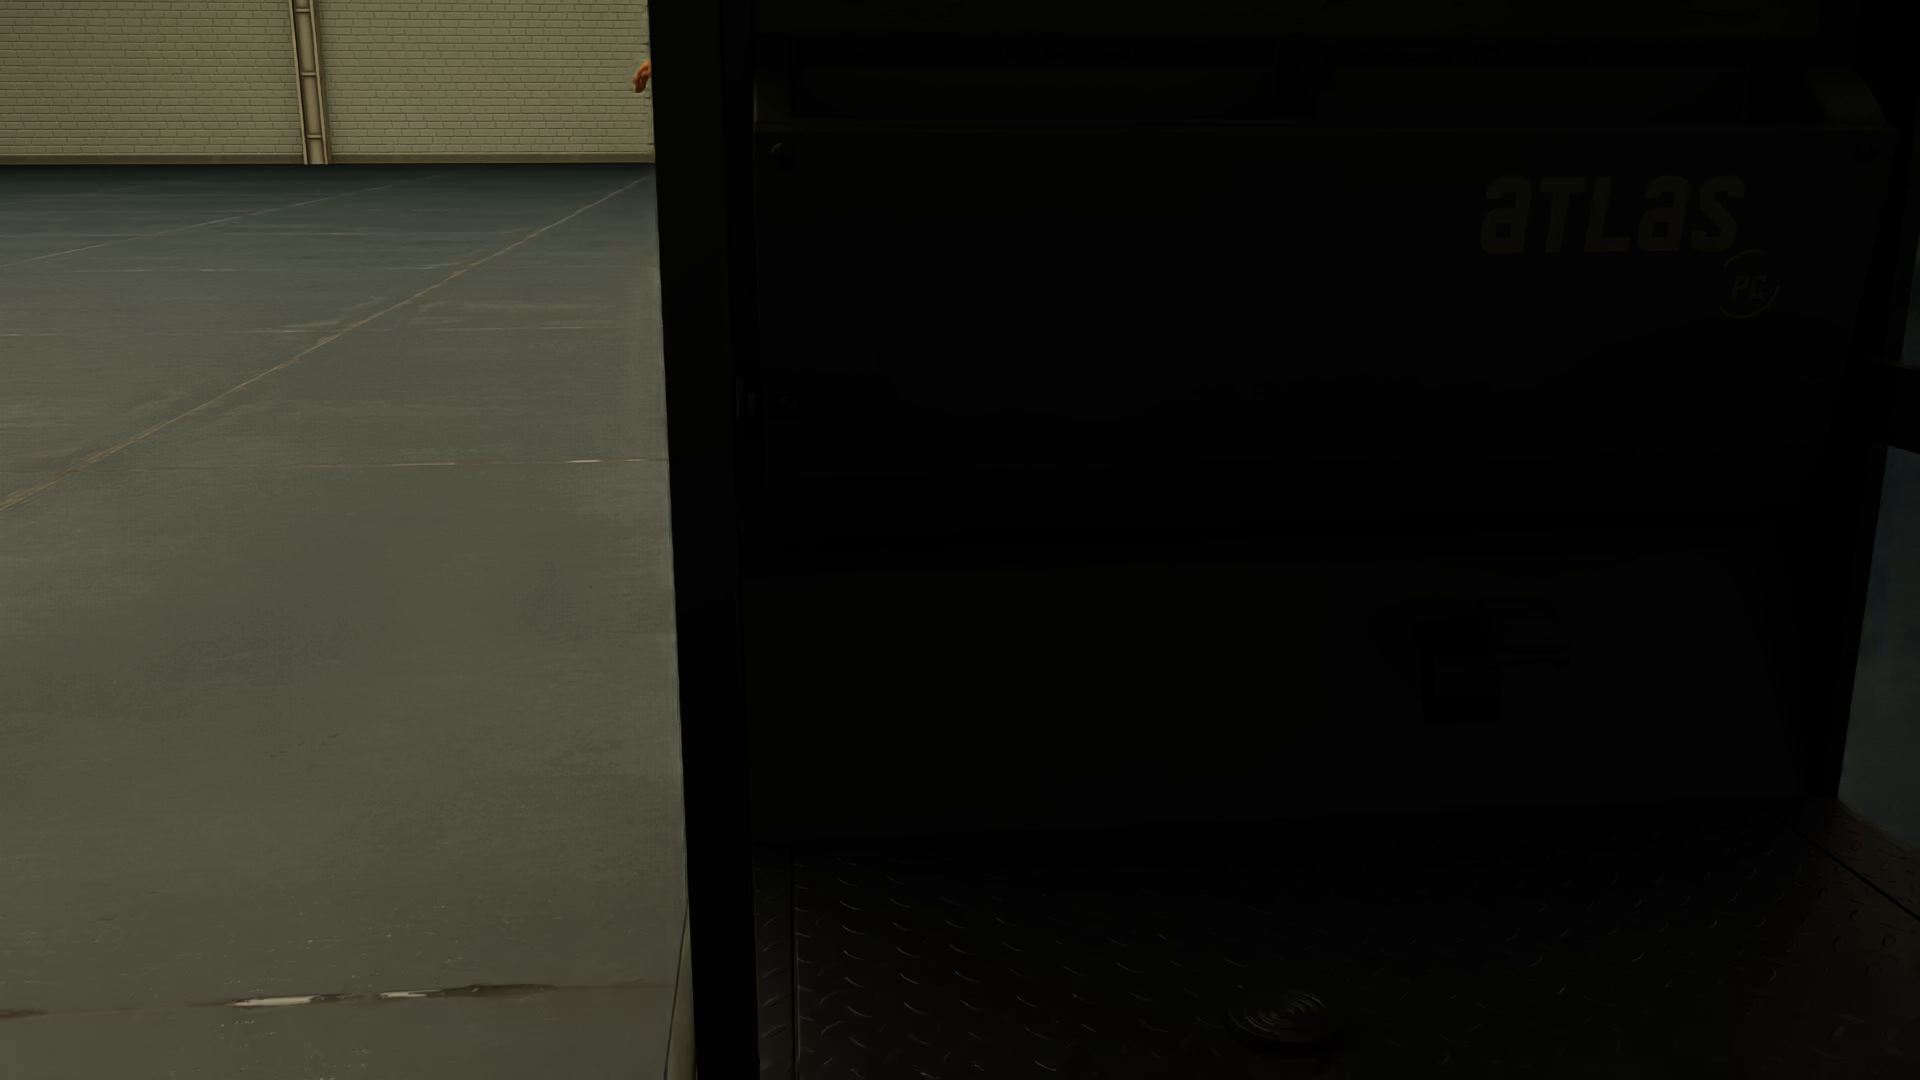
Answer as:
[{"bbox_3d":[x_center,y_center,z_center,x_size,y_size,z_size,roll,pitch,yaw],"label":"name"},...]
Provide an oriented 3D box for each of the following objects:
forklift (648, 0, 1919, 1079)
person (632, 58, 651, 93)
[{"bbox_3d":[0.322,-0.759,1.056,1.130,2.935,3.031,-2,15,-6],"label":"forklift"},{"bbox_3d":[-0.321,-0.785,3.706,0.816,1.544,0.731,-8,17,-28],"label":"person"}]
